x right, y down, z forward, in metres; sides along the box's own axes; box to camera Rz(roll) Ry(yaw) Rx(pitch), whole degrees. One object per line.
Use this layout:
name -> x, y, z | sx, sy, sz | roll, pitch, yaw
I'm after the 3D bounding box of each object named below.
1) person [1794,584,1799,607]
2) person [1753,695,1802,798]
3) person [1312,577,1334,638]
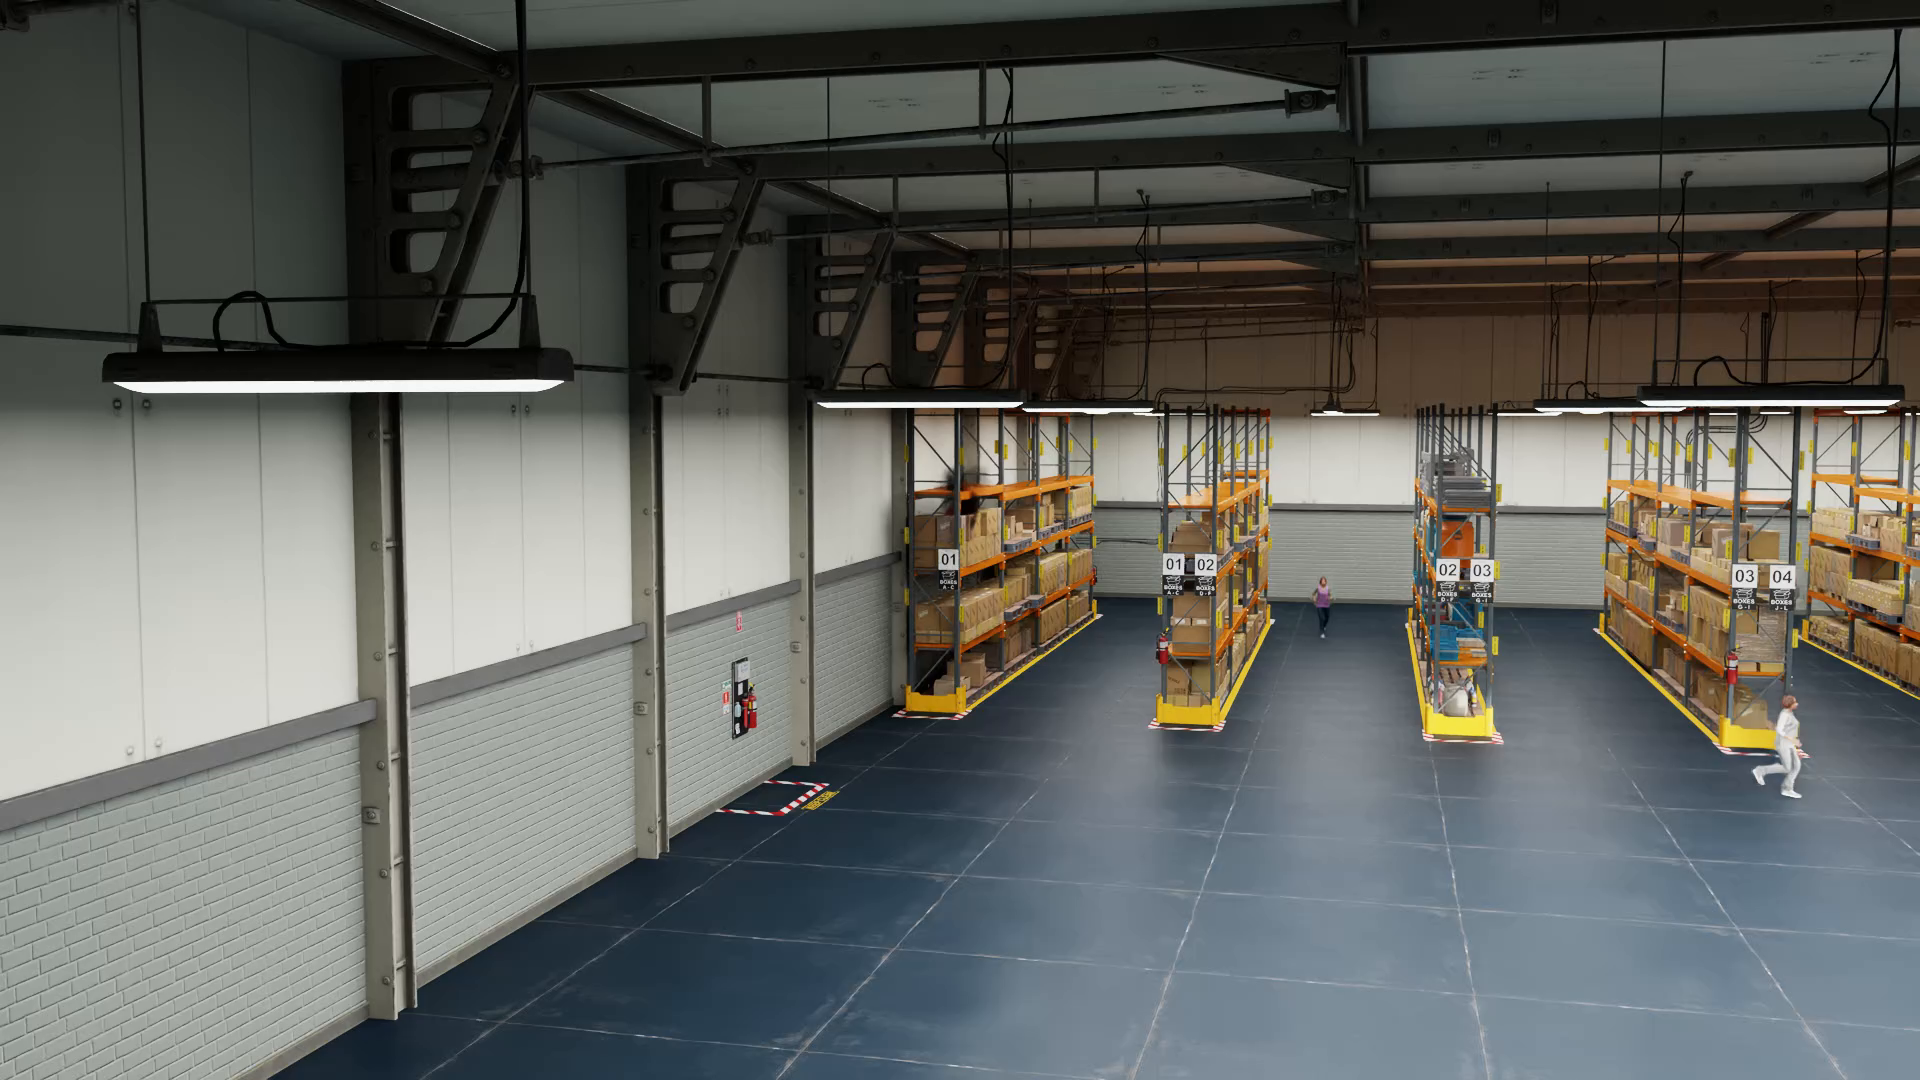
person -> 22.124, 1.681, 44.572 | 0.502, 1.596, 0.809 | 0, 4, 2
person -> 12.447, 3.160, 25.253 | 0.694, 1.465, 0.525 | 3, 5, 38
person -> 9.505, 1.759, 43.580 | 0.547, 1.571, 0.822 | 0, 4, 4
